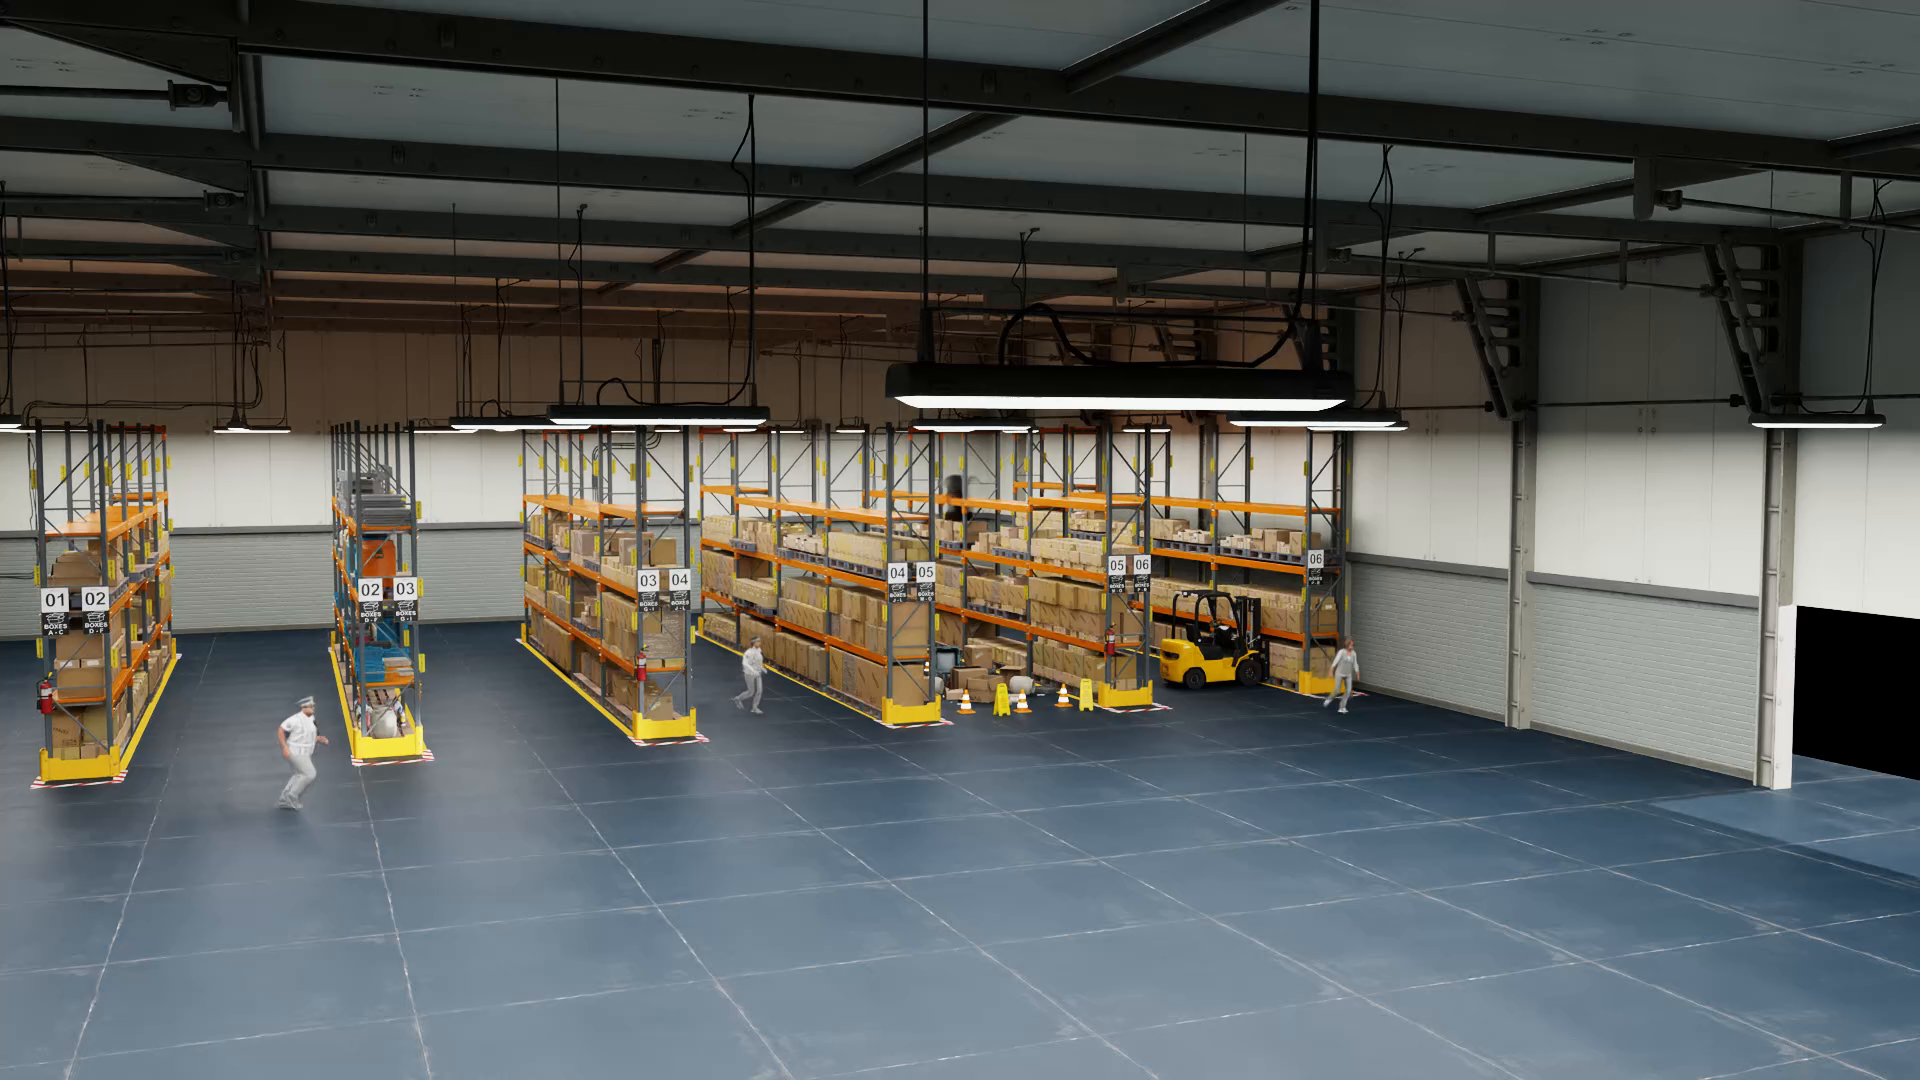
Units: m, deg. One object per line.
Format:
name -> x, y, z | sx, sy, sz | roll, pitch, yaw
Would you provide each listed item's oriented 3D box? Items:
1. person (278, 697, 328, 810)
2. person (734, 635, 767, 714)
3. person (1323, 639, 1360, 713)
person -> -10.105, 3.278, 25.535 | 0.783, 1.766, 0.656 | 0, 4, 6
person -> -4.359, 2.762, 34.391 | 0.703, 1.644, 0.616 | 2, 4, 34
person -> 7.903, 2.796, 34.460 | 0.591, 1.542, 0.623 | -1, 4, -17
